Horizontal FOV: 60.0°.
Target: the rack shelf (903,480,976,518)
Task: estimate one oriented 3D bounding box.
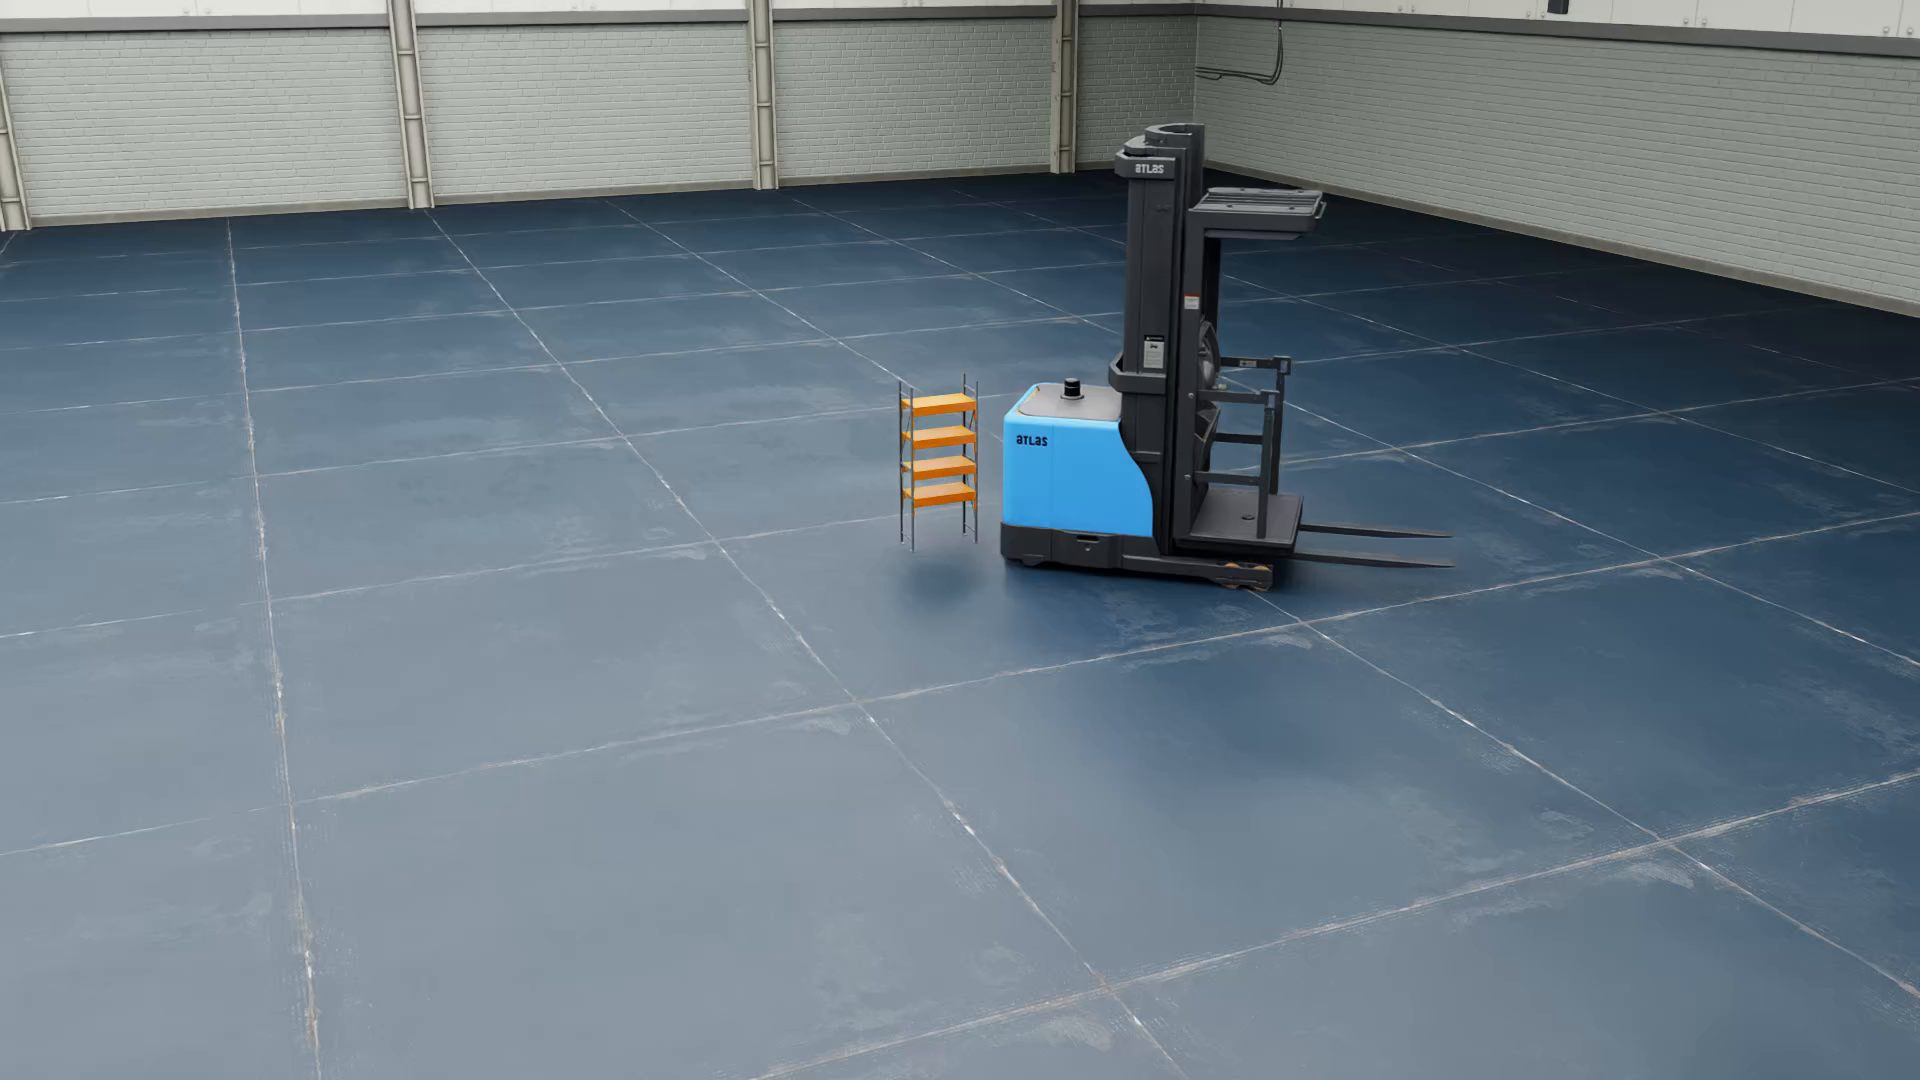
[{"bbox_3d":[-0.152,-0.293,11.849,0.480,0.148,0.258,-8,21,-22],"label":"rack shelf"}]

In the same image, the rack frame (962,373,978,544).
[{"bbox_3d":[0.072,-0.576,11.852,0.015,1.200,0.240,-8,21,-22],"label":"rack frame"}]

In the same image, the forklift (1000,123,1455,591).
[{"bbox_3d":[1.855,-1.238,11.124,3.031,2.935,1.130,5,20,14],"label":"forklift"}]

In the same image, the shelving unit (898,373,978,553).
[{"bbox_3d":[-0.152,-0.544,11.761,0.503,1.200,0.258,-8,21,-22],"label":"shelving unit"}]

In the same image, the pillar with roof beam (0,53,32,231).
[{"bbox_3d":[-12.832,-7.725,20.411,0.400,9.000,9.100,-8,21,-22],"label":"pillar with roof beam"}]

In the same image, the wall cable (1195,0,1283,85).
[{"bbox_3d":[5.219,-9.925,31.336,0.112,2.526,3.097,-8,21,-22],"label":"wall cable"}]

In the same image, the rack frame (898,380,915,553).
[{"bbox_3d":[-0.376,-0.512,11.670,0.015,1.200,0.240,-8,21,-22],"label":"rack frame"}]

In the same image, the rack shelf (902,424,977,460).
[{"bbox_3d":[-0.152,-0.692,11.709,0.480,0.148,0.258,-8,21,-22],"label":"rack shelf"}]

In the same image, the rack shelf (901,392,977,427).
[{"bbox_3d":[-0.152,-0.915,11.630,0.480,0.148,0.258,-8,21,-22],"label":"rack shelf"}]

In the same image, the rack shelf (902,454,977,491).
[{"bbox_3d":[-0.152,-0.481,11.783,0.480,0.148,0.258,-8,21,-22],"label":"rack shelf"}]

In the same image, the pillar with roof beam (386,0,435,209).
[{"bbox_3d":[-7.323,-8.514,22.653,0.400,9.000,9.100,-8,21,-22],"label":"pillar with roof beam"}]

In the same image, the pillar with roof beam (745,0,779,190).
[{"bbox_3d":[-1.813,-9.303,24.894,0.400,9.000,9.100,-8,21,-22],"label":"pillar with roof beam"}]

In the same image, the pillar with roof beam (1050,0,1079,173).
[{"bbox_3d":[3.696,-10.092,27.136,0.400,9.000,9.100,-8,21,-22],"label":"pillar with roof beam"}]

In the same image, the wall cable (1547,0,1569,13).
[{"bbox_3d":[8.965,-10.097,22.027,0.169,6.003,2.305,-8,21,-22],"label":"wall cable"}]
